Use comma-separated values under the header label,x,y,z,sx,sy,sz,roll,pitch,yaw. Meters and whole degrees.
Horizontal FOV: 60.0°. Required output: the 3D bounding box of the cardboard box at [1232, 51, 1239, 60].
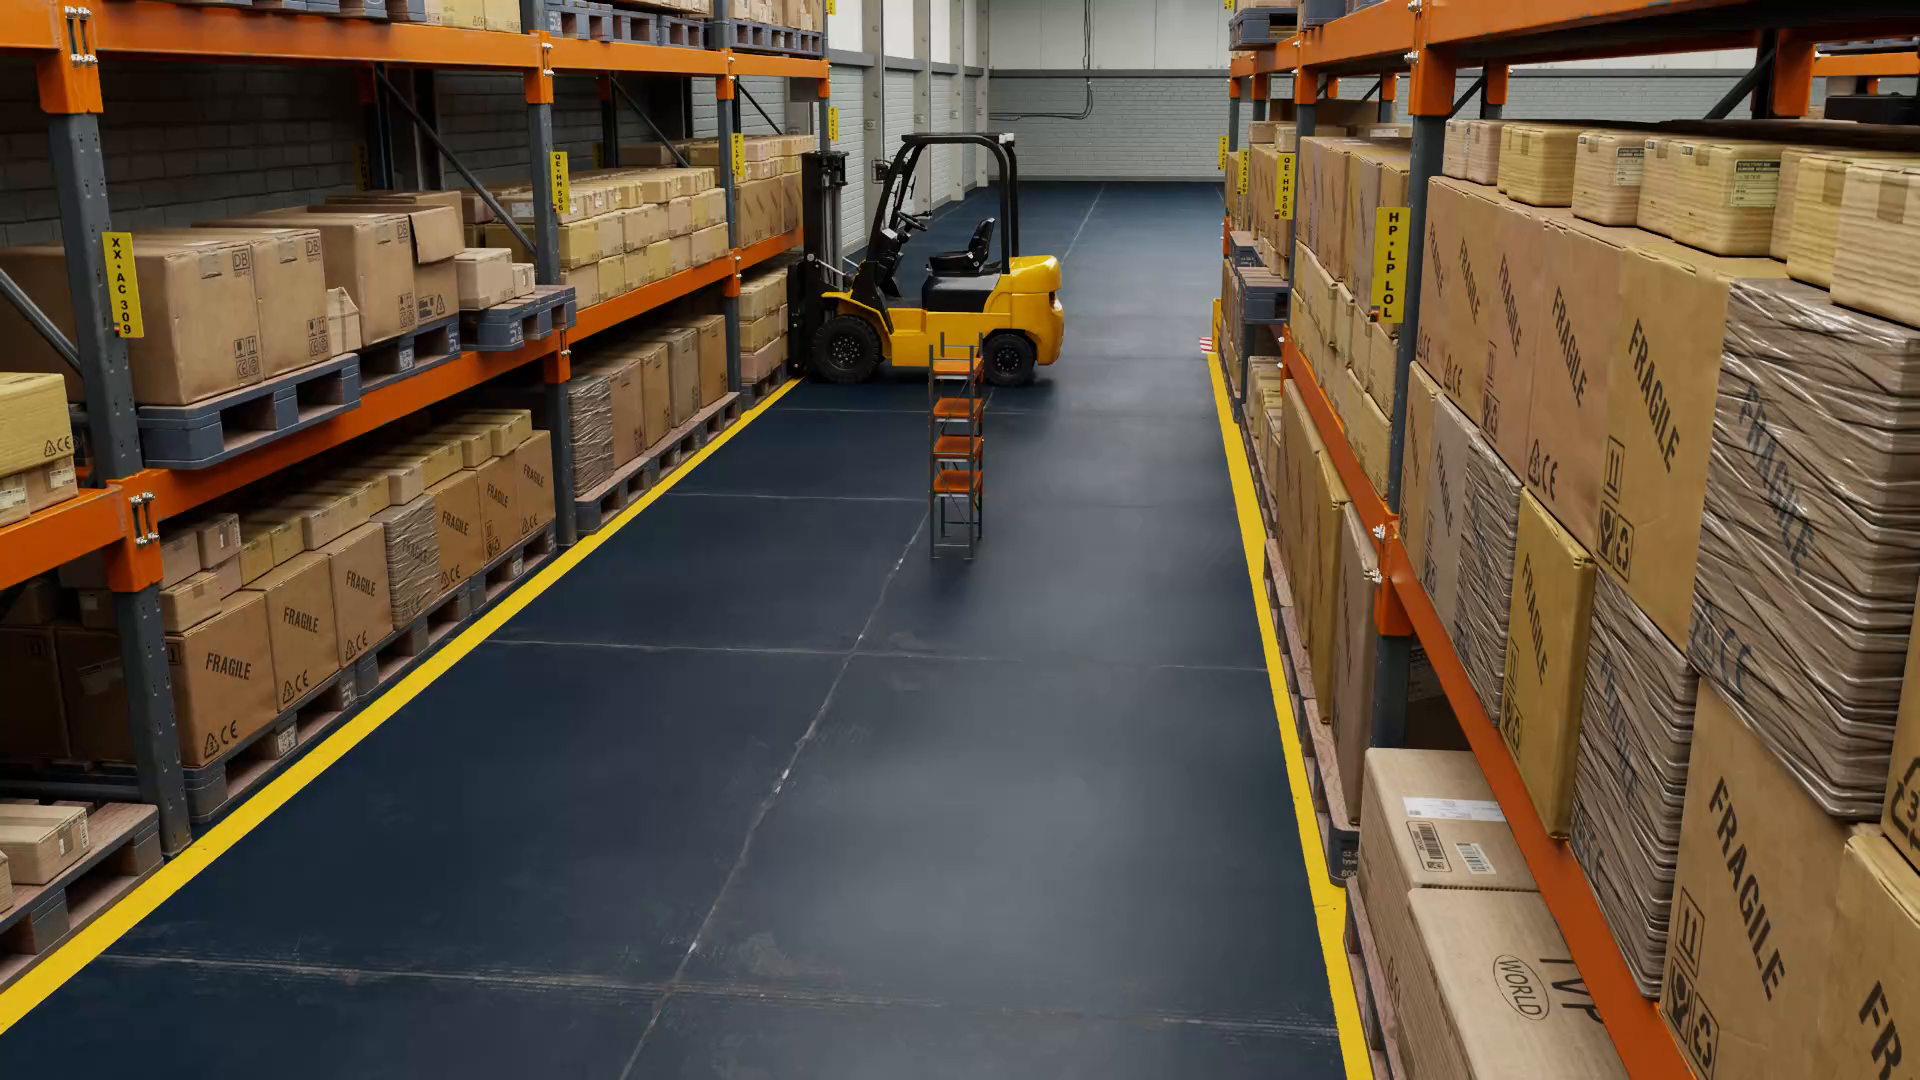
label,x,y,z,sx,sy,sz,roll,pitch,yaw
cardboard box,2.764,-4.610,15.700,0.380,0.149,0.250,2,15,6

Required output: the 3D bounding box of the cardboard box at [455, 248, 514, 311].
label,x,y,z,sx,sy,sz,roll,pitch,yaw
cardboard box,-2.509,-1.278,8.123,0.500,0.250,0.500,1,15,4

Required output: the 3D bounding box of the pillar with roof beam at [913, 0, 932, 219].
label,x,y,z,sx,sy,sz,roll,pitch,yaw
pillar with roof beam,3.526,-10.789,32.322,9.100,9.000,0.400,2,15,6

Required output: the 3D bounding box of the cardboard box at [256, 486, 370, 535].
label,x,y,z,sx,sy,sz,roll,pitch,yaw
cardboard box,-2.773,-0.128,7.130,0.380,0.149,0.250,2,15,8

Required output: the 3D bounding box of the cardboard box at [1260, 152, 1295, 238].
label,x,y,z,sx,sy,sz,roll,pitch,yaw
cardboard box,2.099,-2.071,10.009,0.500,0.500,0.500,1,15,2

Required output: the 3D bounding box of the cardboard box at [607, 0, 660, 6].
label,x,y,z,sx,sy,sz,roll,pitch,yaw
cardboard box,-2.169,-3.551,10.788,0.380,0.149,0.250,2,15,6

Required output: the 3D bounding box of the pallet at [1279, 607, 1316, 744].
label,x,y,z,sx,sy,sz,roll,pitch,yaw
pallet,1.917,0.579,7.118,1.003,0.211,1.213,2,15,6

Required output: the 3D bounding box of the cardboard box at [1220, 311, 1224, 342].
label,x,y,z,sx,sy,sz,roll,pitch,yaw
cardboard box,2.758,-2.034,15.902,0.500,0.250,0.500,2,15,6

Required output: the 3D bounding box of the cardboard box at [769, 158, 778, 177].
label,x,y,z,sx,sy,sz,roll,pitch,yaw
cardboard box,-1.790,-3.235,14.446,0.380,0.149,0.250,1,15,4

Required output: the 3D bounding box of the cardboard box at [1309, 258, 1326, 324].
label,x,y,z,sx,sy,sz,roll,pitch,yaw
cardboard box,1.791,-1.067,7.191,0.500,0.250,0.500,2,15,6

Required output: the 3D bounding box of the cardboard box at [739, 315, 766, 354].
label,x,y,z,sx,sy,sz,roll,pitch,yaw
cardboard box,-1.899,-1.701,13.712,0.500,0.250,0.500,2,15,6

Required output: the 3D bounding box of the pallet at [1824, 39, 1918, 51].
label,x,y,z,sx,sy,sz,roll,pitch,yaw
pallet,7.845,-4.136,13.633,1.003,0.211,1.213,2,15,6

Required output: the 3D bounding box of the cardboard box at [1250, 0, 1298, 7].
label,x,y,z,sx,sy,sz,roll,pitch,yaw
cardboard box,2.117,-3.498,10.590,0.500,0.250,0.500,2,15,6

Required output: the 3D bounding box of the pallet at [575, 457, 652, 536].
label,x,y,z,sx,sy,sz,roll,pitch,yaw
pallet,-2.580,-0.297,10.355,1.003,0.211,1.213,2,15,6

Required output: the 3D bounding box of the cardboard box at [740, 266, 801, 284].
label,x,y,z,sx,sy,sz,roll,pitch,yaw
cardboard box,-1.714,-2.340,15.116,0.500,0.250,0.500,1,15,5

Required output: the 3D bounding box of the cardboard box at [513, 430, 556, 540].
label,x,y,z,sx,sy,sz,roll,pitch,yaw
cardboard box,-2.546,-0.311,9.048,0.500,0.500,0.500,2,15,8

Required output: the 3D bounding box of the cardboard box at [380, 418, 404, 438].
label,x,y,z,sx,sy,sz,roll,pitch,yaw
cardboard box,-3.137,-0.545,8.674,0.380,0.149,0.250,2,15,8

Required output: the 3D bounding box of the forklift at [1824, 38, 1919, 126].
label,x,y,z,sx,sy,sz,roll,pitch,yaw
forklift,4.871,-1.129,8.223,1.130,2.935,3.031,2,15,7

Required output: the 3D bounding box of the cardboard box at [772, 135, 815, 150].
label,x,y,z,sx,sy,sz,roll,pitch,yaw
cardboard box,-1.640,-3.911,16.376,0.380,0.149,0.250,2,15,6

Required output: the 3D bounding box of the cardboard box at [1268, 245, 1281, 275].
label,x,y,z,sx,sy,sz,roll,pitch,yaw
cardboard box,1.966,-1.597,9.498,0.380,0.149,0.250,2,15,6

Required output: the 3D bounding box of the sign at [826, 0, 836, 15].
label,x,y,z,sx,sy,sz,roll,pitch,yaw
sign,-1.271,-5.323,16.310,0.100,0.325,0.005,2,15,6

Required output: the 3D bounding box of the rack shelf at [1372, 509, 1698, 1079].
label,x,y,z,sx,sy,sz,roll,pitch,yaw
rack shelf,1.544,0.618,3.007,1.077,0.370,4.000,2,15,6

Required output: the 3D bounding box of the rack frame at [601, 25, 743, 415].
label,x,y,z,sx,sy,sz,roll,pitch,yaw
rack frame,-2.260,-2.468,13.042,1.000,3.000,0.127,2,15,6

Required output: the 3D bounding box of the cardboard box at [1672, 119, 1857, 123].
label,x,y,z,sx,sy,sz,roll,pitch,yaw
cardboard box,2.051,-1.003,4.274,0.380,0.149,0.250,1,15,5

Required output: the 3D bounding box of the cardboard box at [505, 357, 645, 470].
label,x,y,z,sx,sy,sz,roll,pitch,yaw
cardboard box,-2.562,-0.818,10.685,0.875,0.625,0.625,2,15,8

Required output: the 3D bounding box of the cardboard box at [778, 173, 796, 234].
label,x,y,z,sx,sy,sz,roll,pitch,yaw
cardboard box,-1.774,-3.020,14.894,0.500,0.500,0.500,2,15,7

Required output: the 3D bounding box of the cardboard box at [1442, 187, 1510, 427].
label,x,y,z,sx,sy,sz,roll,pitch,yaw
cardboard box,1.412,-0.532,3.774,0.500,0.500,0.500,1,15,6

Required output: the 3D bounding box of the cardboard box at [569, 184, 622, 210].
label,x,y,z,sx,sy,sz,roll,pitch,yaw
cardboard box,-2.335,-2.137,10.383,0.380,0.149,0.250,2,15,7

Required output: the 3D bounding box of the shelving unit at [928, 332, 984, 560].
label,x,y,z,sx,sy,sz,roll,pitch,yaw
shelving unit,-0.019,-0.536,9.347,0.258,1.200,0.503,2,15,6

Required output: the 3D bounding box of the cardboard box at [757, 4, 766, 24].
label,x,y,z,sx,sy,sz,roll,pitch,yaw
cardboard box,-1.821,-4.352,13.750,0.380,0.149,0.250,2,15,8

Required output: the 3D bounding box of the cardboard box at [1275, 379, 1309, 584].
label,x,y,z,sx,sy,sz,roll,pitch,yaw
cardboard box,2.061,-0.286,8.238,0.875,0.875,0.875,2,15,6

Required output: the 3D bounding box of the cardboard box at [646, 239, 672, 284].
label,x,y,z,sx,sy,sz,roll,pitch,yaw
cardboard box,-2.245,-1.865,11.098,0.500,0.250,0.500,2,15,8

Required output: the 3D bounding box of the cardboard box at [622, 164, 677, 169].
label,x,y,z,sx,sy,sz,roll,pitch,yaw
cardboard box,-2.479,-2.920,13.281,0.380,0.149,0.250,2,15,6

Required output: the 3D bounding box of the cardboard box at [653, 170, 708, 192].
label,x,y,z,sx,sy,sz,roll,pitch,yaw
cardboard box,-2.089,-2.667,12.343,0.380,0.149,0.250,1,15,5

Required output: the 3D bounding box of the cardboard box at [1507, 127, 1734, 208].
label,x,y,z,sx,sy,sz,roll,pitch,yaw
cardboard box,1.329,-0.752,3.348,0.380,0.149,0.250,1,15,5

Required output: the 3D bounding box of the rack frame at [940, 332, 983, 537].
label,x,y,z,sx,sy,sz,roll,pitch,yaw
rack frame,0.009,-0.600,9.581,0.240,1.200,0.015,2,15,6

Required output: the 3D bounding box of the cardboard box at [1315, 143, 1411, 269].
label,x,y,z,sx,sy,sz,roll,pitch,yaw
cardboard box,1.802,-1.433,7.107,0.500,0.500,0.500,2,15,8

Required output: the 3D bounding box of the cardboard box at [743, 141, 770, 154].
label,x,y,z,sx,sy,sz,roll,pitch,yaw
cardboard box,-1.863,-3.383,14.423,0.380,0.149,0.250,2,15,6

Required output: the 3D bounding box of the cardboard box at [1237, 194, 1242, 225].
label,x,y,z,sx,sy,sz,roll,pitch,yaw
cardboard box,2.581,-2.905,13.899,0.500,0.500,0.500,2,15,8

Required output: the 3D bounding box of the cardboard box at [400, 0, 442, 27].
label,x,y,z,sx,sy,sz,roll,pitch,yaw
cardboard box,-2.640,-2.406,7.353,0.500,0.250,0.500,2,15,6

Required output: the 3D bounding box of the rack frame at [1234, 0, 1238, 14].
label,x,y,z,sx,sy,sz,roll,pitch,yaw
rack frame,3.124,-6.256,15.559,1.000,3.000,0.127,2,15,6

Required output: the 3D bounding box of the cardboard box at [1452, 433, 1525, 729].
label,x,y,z,sx,sy,sz,roll,pitch,yaw
cardboard box,1.333,0.077,3.439,0.500,0.500,0.500,2,15,7

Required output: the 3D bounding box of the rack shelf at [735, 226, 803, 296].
label,x,y,z,sx,sy,sz,roll,pitch,yaw
rack shelf,-2.034,-2.639,15.055,1.077,0.370,4.000,2,15,6

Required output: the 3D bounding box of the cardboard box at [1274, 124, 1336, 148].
label,x,y,z,sx,sy,sz,roll,pitch,yaw
cardboard box,2.248,-2.634,10.848,0.380,0.149,0.250,3,15,9

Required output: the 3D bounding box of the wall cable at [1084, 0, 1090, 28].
label,x,y,z,sx,sy,sz,roll,pitch,yaw
wall cable,4.937,-15.613,46.434,3.097,2.526,0.112,2,15,6

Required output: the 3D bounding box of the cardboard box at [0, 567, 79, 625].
label,x,y,z,sx,sy,sz,roll,pitch,yaw
cardboard box,-3.408,0.194,5.940,0.380,0.149,0.250,1,15,4

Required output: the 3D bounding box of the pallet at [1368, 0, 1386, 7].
label,x,y,z,sx,sy,sz,roll,pitch,yaw
pallet,1.824,-1.843,5.350,0.805,0.209,1.217,1,15,4

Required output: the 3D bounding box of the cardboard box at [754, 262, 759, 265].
label,x,y,z,sx,sy,sz,roll,pitch,yaw
cardboard box,-2.171,-2.485,15.654,0.500,0.250,0.500,2,15,6

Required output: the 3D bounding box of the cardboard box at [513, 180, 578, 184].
label,x,y,z,sx,sy,sz,roll,pitch,yaw
cardboard box,-2.722,-2.281,10.917,0.380,0.149,0.250,2,15,8

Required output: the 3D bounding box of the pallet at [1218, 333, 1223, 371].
label,x,y,z,sx,sy,sz,roll,pitch,yaw
pallet,2.988,-1.785,15.858,1.003,0.211,1.213,2,15,6

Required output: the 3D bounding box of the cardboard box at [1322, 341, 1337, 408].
label,x,y,z,sx,sy,sz,roll,pitch,yaw
cardboard box,1.758,-0.696,6.775,0.500,0.250,0.500,2,15,6

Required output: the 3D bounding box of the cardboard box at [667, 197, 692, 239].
label,x,y,z,sx,sy,sz,roll,pitch,yaw
cardboard box,-2.176,-2.236,11.514,0.500,0.250,0.500,2,15,7

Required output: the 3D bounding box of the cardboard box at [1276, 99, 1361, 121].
label,x,y,z,sx,sy,sz,roll,pitch,yaw
cardboard box,3.069,-3.504,14.197,0.700,0.500,0.500,2,15,6
